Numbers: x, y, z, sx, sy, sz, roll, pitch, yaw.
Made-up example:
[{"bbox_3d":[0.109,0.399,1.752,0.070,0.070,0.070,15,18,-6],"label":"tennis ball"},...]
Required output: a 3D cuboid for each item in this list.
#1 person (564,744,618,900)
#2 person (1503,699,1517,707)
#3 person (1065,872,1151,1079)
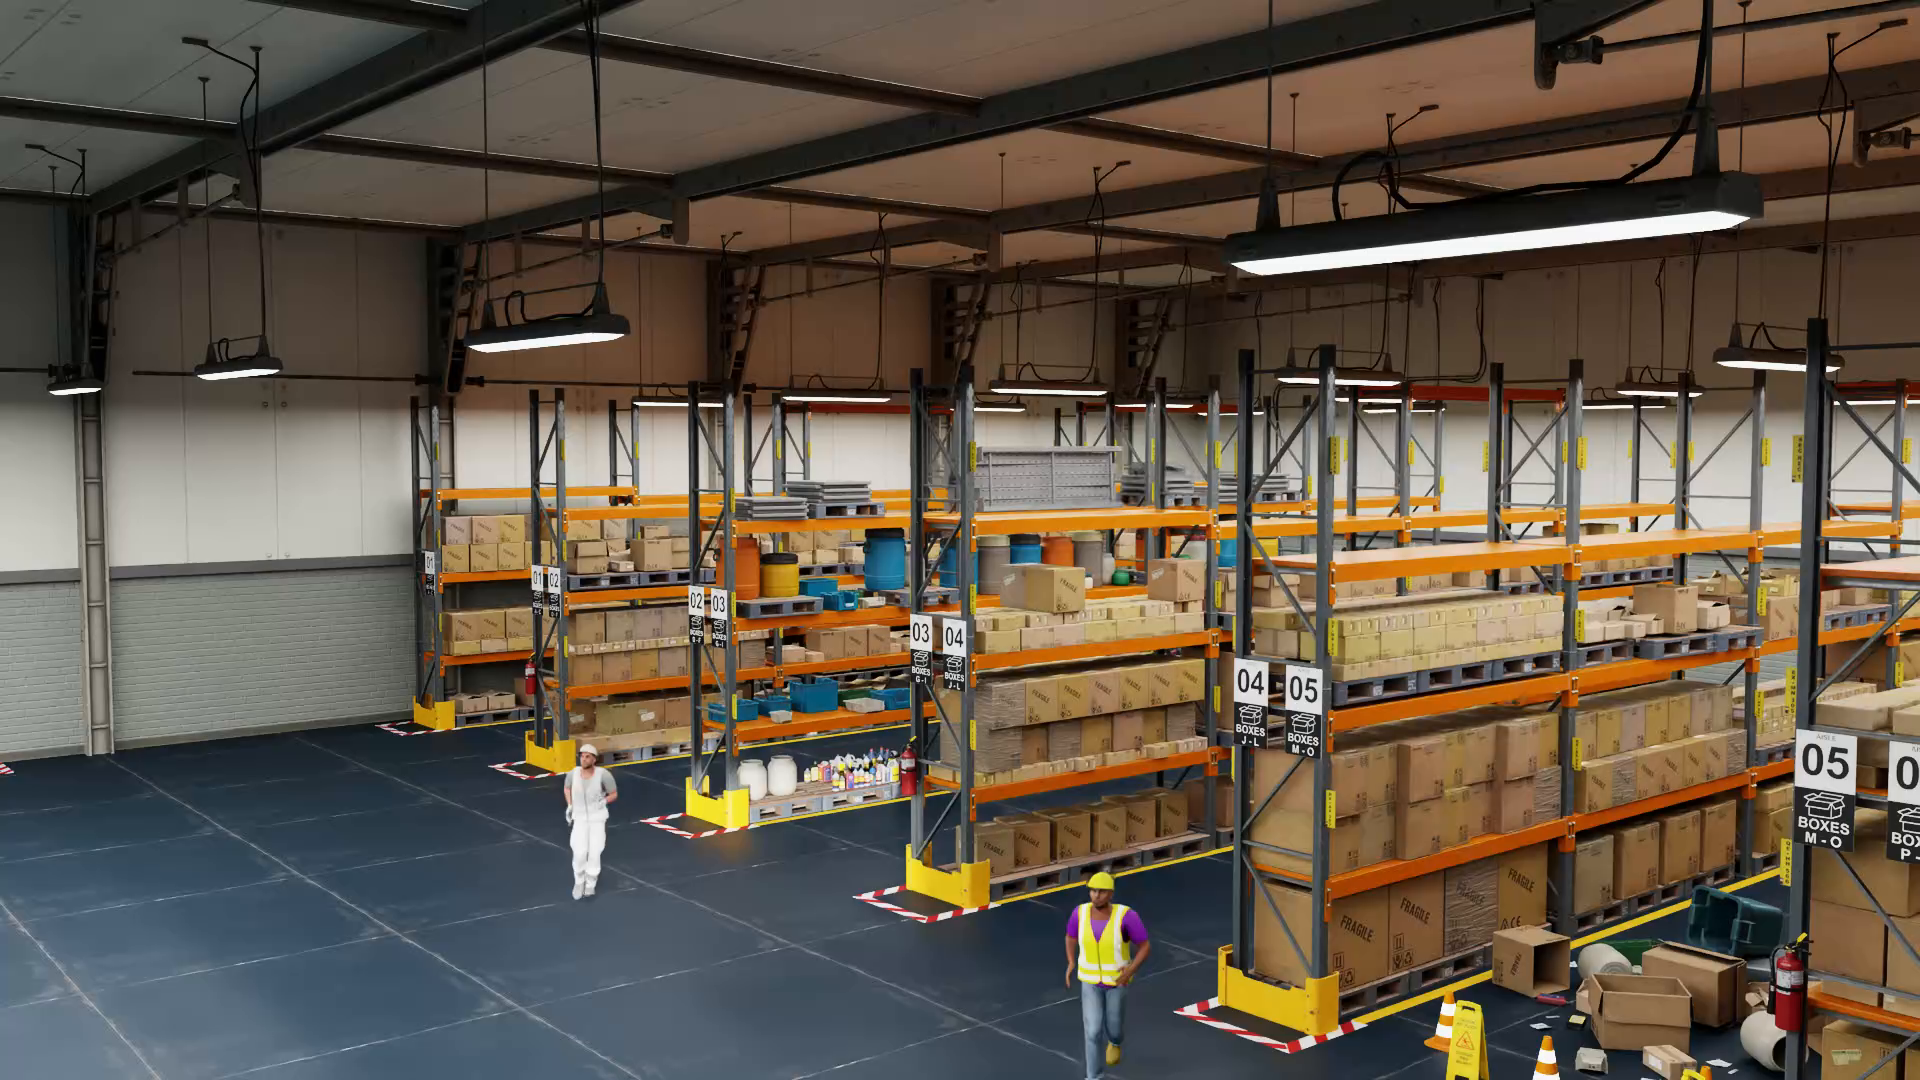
[{"bbox_3d":[-4.164,3.176,18.685,0.624,1.770,0.667,0,3,-5],"label":"person"},{"bbox_3d":[7.566,2.969,22.947,0.995,1.636,0.586,-3,4,-39],"label":"person"},{"bbox_3d":[1.166,3.494,13.216,0.707,1.770,0.853,1,3,15],"label":"person"}]
